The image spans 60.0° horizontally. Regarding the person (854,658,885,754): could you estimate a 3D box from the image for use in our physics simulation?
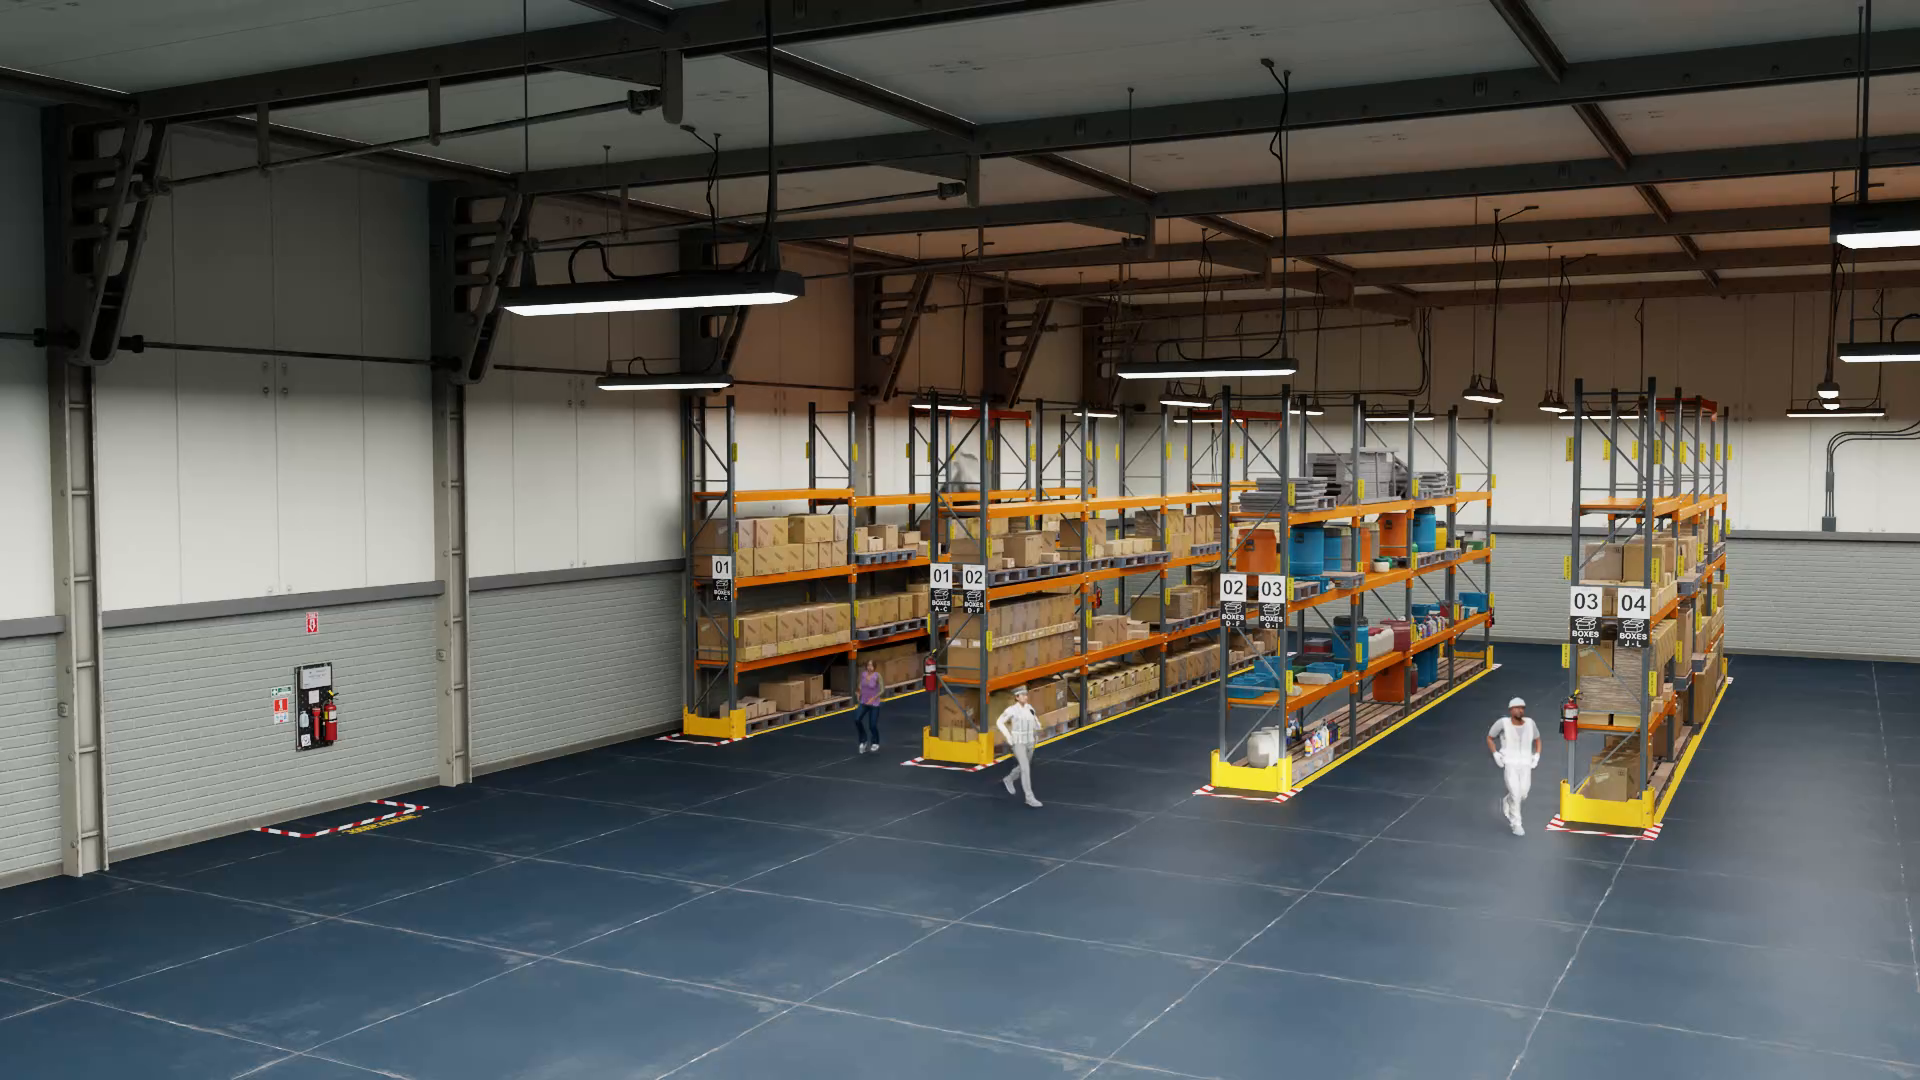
[{"bbox_3d":[-1.507,2.754,27.669,0.549,1.580,0.613,1,3,22],"label":"person"}]

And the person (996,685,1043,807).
[{"bbox_3d":[0.881,2.894,23.657,0.617,1.675,0.914,-2,4,-39],"label":"person"}]

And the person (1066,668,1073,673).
[{"bbox_3d":[2.263,2.376,34.617,0.521,1.639,0.700,1,3,24],"label":"person"}]

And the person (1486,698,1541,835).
[{"bbox_3d":[7.373,2.971,22.129,0.708,1.768,0.817,0,3,-4],"label":"person"}]
